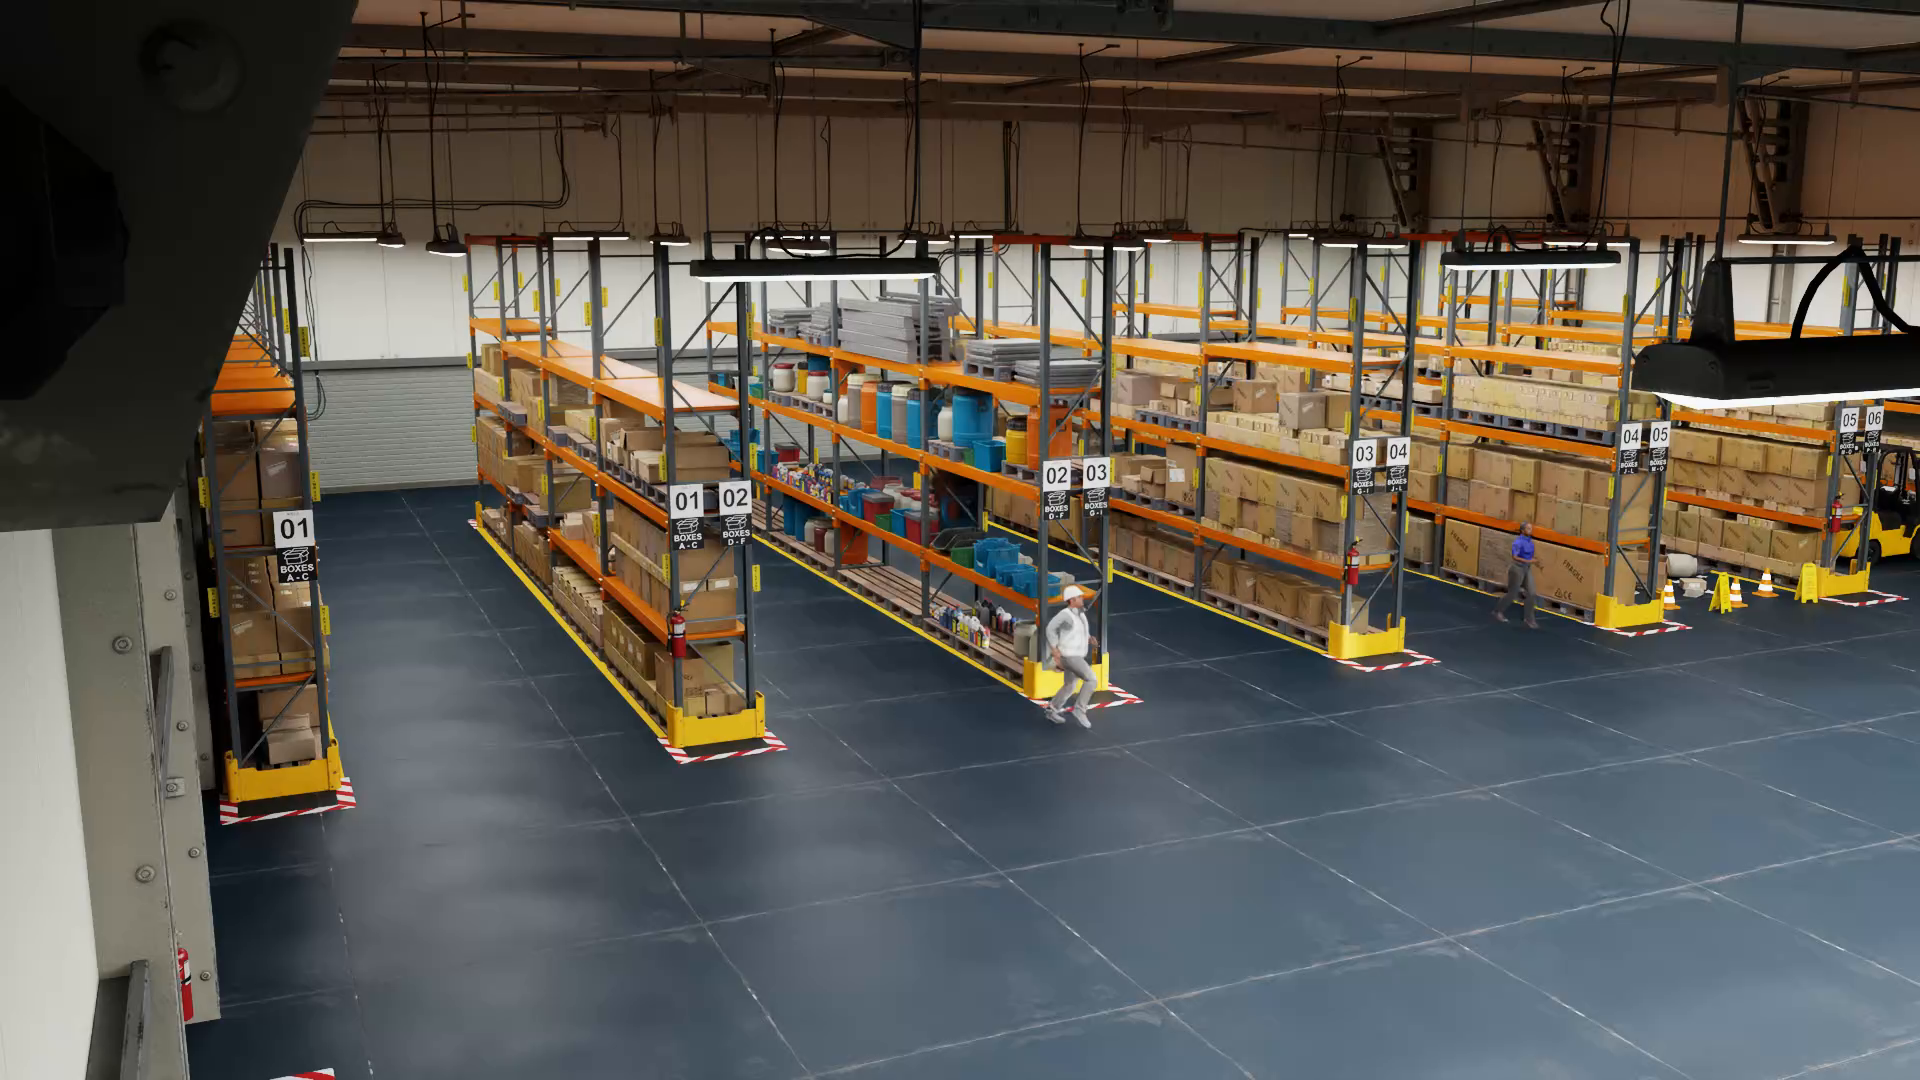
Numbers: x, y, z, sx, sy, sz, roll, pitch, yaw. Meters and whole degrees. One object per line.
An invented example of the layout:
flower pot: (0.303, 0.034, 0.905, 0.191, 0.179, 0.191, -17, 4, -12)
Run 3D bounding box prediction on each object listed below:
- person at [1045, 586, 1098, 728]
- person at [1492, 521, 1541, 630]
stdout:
person: (1.452, 1.449, 21.021, 0.698, 1.728, 0.641, 4, 12, 21)
person: (8.761, 0.546, 26.050, 0.596, 1.709, 0.766, -9, 14, -38)
